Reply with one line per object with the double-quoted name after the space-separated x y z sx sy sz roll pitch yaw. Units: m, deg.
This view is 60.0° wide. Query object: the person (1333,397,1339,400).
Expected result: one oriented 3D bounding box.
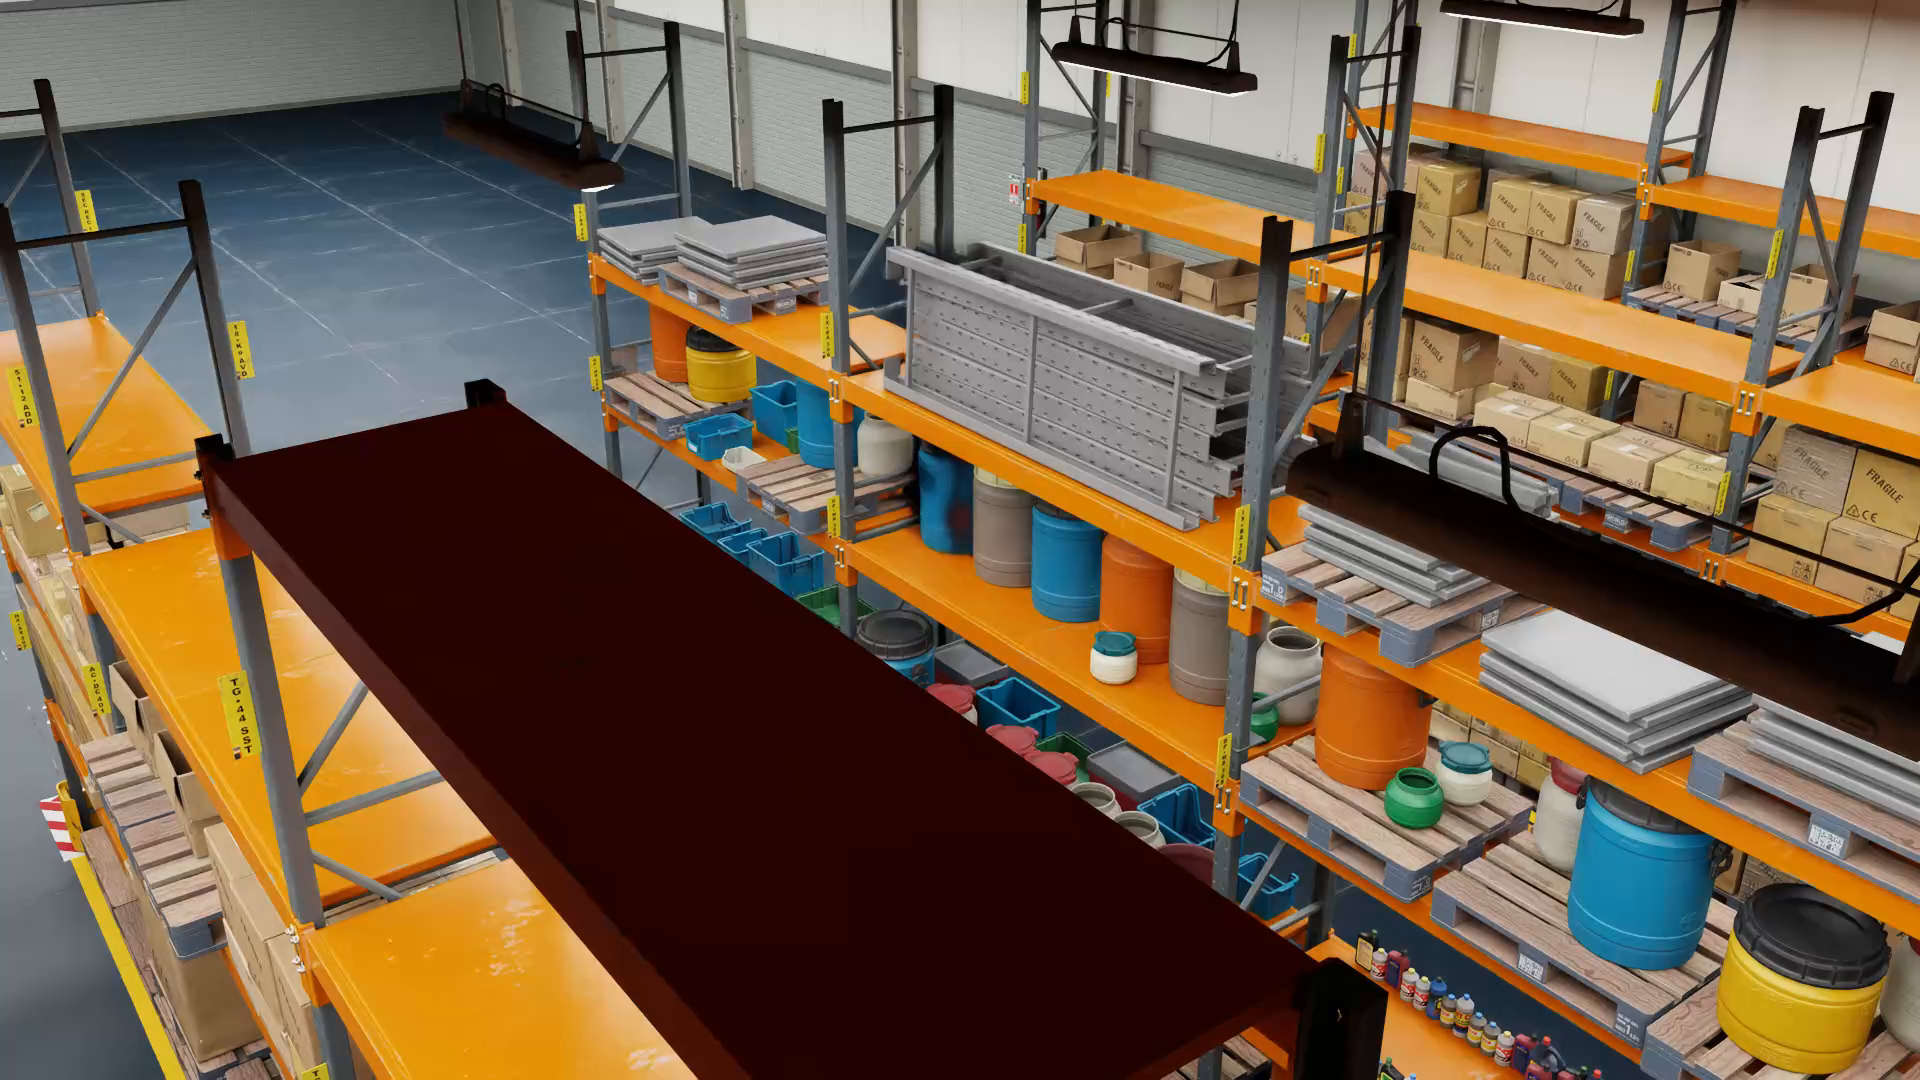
4.638 -0.988 19.288 0.701 1.584 0.604 1 25 2 "person"
